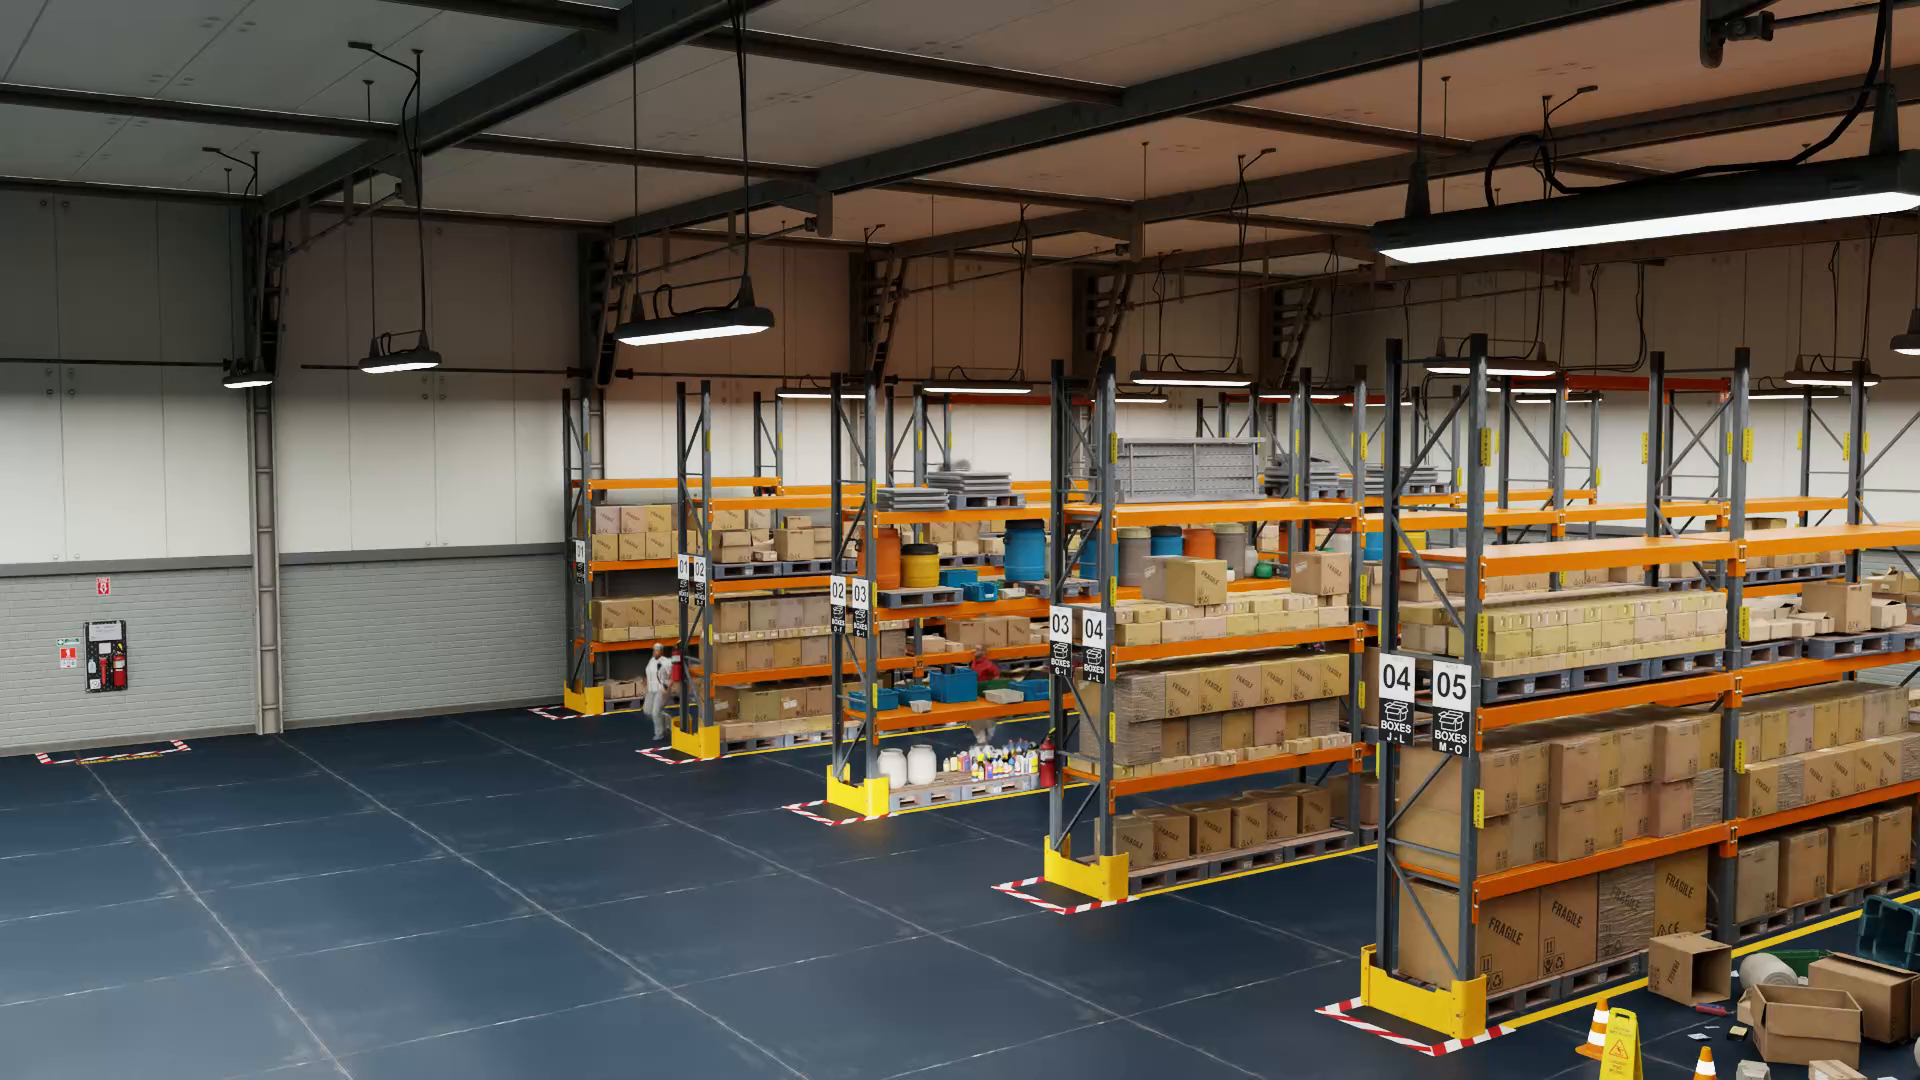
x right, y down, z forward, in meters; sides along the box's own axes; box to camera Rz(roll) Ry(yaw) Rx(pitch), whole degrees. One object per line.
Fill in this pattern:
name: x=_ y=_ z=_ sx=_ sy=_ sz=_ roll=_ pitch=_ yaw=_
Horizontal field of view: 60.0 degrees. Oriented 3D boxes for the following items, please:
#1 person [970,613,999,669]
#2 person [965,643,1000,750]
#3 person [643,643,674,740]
person: x=0.471 y=2.068 z=31.938 sx=0.757 sy=1.734 sz=0.588 roll=-3 pitch=5 yaw=-41
person: x=0.368 y=2.416 z=25.821 sx=0.621 sy=1.650 sz=0.679 roll=-2 pitch=4 yaw=-33
person: x=-5.093 y=2.561 z=28.184 sx=0.638 sy=1.647 sz=0.517 roll=3 pitch=5 yaw=40
